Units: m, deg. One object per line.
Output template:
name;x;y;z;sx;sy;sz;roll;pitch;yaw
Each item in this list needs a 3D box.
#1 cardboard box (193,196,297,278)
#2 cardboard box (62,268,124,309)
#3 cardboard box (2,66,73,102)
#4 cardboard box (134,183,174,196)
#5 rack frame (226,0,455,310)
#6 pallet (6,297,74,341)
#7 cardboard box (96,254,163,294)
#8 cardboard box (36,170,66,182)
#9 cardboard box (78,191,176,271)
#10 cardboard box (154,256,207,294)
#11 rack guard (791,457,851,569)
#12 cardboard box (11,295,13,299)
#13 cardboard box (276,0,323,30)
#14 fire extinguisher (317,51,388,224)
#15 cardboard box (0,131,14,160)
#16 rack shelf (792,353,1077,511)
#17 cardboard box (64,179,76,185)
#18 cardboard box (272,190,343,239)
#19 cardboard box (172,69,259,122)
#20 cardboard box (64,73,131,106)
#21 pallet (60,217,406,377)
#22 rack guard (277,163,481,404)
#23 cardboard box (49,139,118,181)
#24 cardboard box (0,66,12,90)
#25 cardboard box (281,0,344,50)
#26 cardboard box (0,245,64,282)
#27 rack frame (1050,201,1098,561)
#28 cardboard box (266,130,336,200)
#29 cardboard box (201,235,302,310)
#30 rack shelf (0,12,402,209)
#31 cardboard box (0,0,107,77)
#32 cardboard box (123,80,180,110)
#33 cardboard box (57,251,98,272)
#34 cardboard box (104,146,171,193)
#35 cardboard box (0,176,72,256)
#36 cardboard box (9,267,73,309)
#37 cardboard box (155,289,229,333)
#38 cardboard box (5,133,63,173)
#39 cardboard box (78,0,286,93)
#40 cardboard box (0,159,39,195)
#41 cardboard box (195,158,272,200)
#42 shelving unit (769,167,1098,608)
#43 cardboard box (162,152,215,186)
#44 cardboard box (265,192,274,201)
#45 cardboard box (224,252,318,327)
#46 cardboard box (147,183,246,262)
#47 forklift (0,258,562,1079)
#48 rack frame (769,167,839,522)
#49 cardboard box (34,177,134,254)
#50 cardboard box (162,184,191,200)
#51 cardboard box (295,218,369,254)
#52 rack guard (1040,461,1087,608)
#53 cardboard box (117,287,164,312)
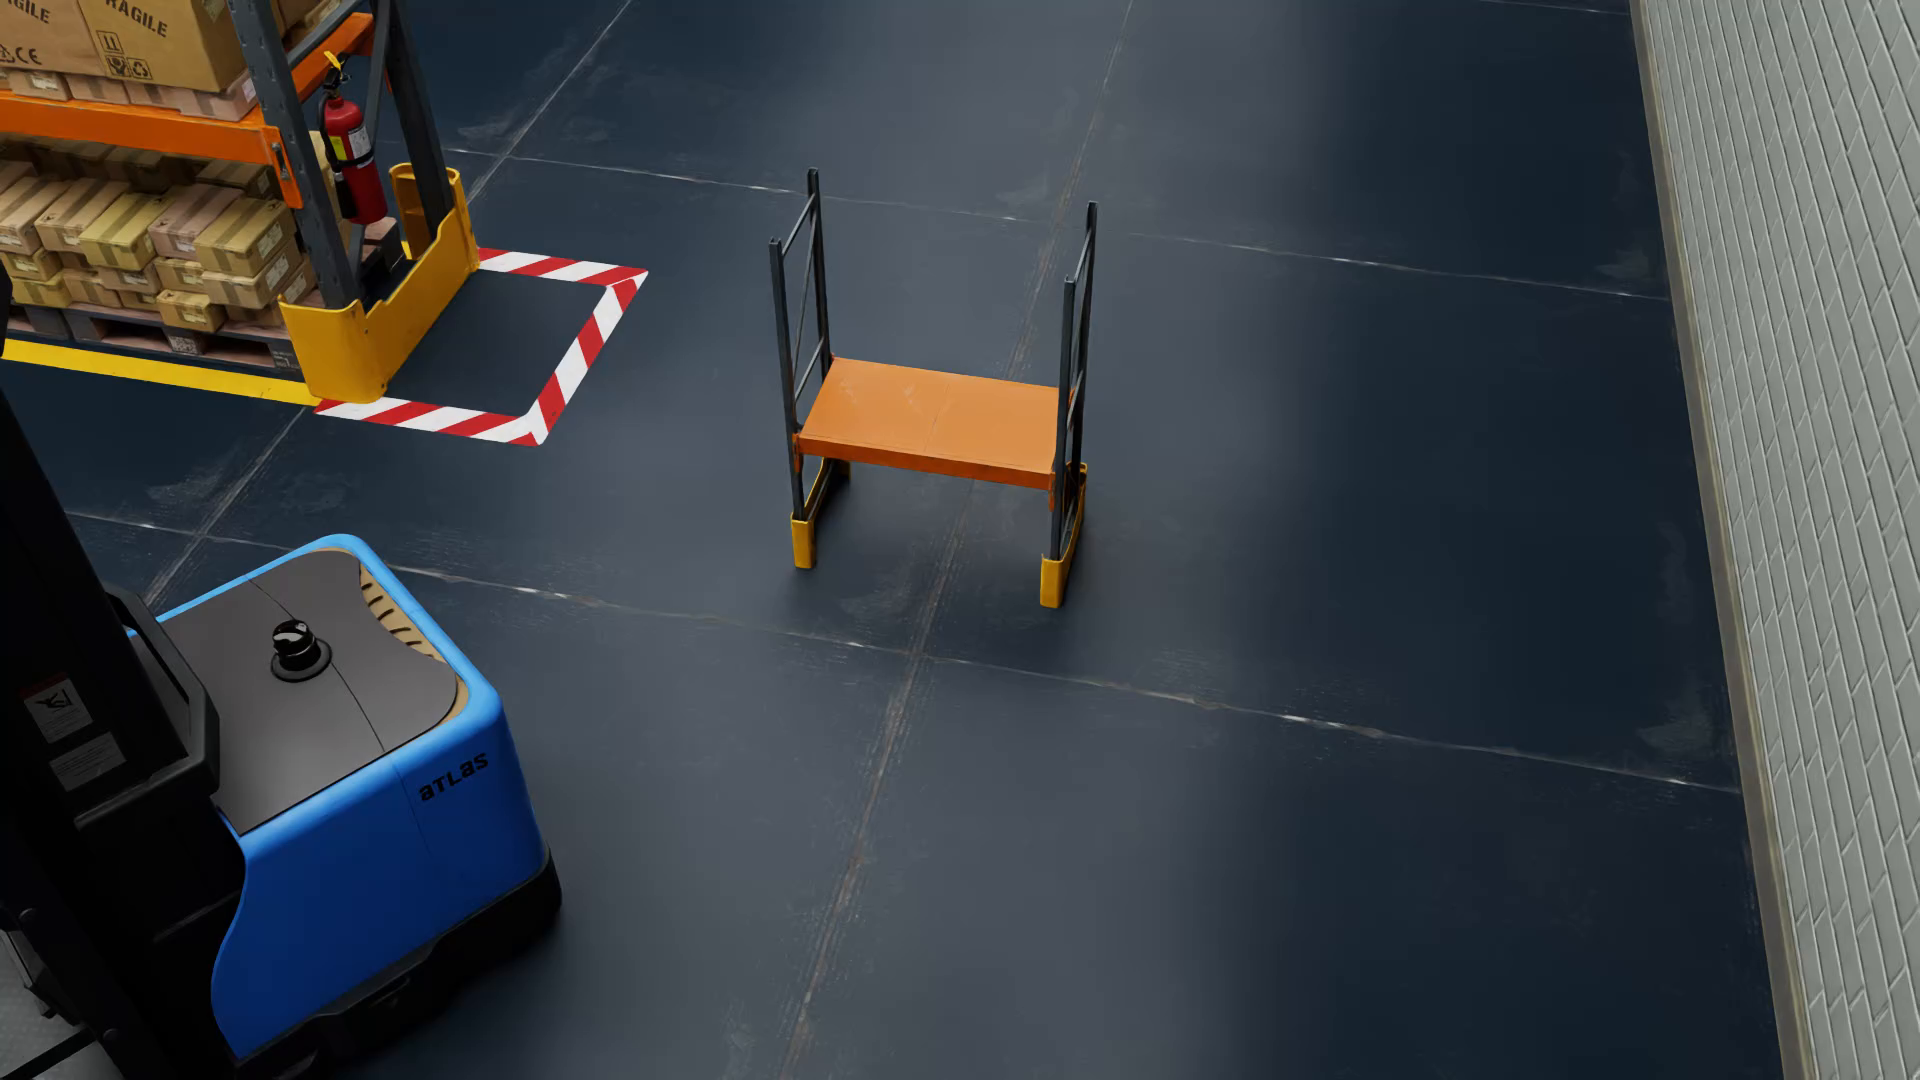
cardboard box;-3.132;-1.332;7.294;0.250;0.149;0.380;9;45;10
cardboard box;-3.875;-1.244;7.633;0.250;0.149;0.380;9;45;9
cardboard box;-3.677;-1.966;6.810;0.250;0.149;0.380;10;45;10
cardboard box;-3.755;-1.738;7.931;0.250;0.149;0.380;10;45;10
rack frame;-2.560;-2.084;6.753;0.127;3.000;1.000;9;45;9
pallet;-4.606;-1.424;8.078;1.213;0.211;1.003;9;45;9
cardboard box;-3.645;-1.280;7.455;0.250;0.149;0.380;7;44;7
cardboard box;-4.309;-1.727;7.920;0.250;0.149;0.380;11;45;11
cardboard box;-3.645;-1.362;7.326;0.250;0.149;0.380;8;44;8
cardboard box;-3.381;-1.279;7.454;0.250;0.149;0.380;8;44;8
rack guard;-0.560;-0.177;6.754;0.087;0.250;0.587;9;45;9
cardboard box;-4.400;-1.296;7.686;0.250;0.149;0.380;10;45;10
cardboard box;-2.938;-2.483;6.880;0.500;0.500;0.500;11;45;11
fire extinguisher;-2.415;-1.572;6.545;0.183;0.674;0.296;9;45;9
cardboard box;-4.552;-1.891;7.876;0.250;0.149;0.380;9;45;9
rack shelf;-0.083;-0.424;6.368;1.000;0.185;0.538;9;45;9
cardboard box;-4.035;-1.714;7.906;0.250;0.149;0.380;7;44;7
cardboard box;-3.015;-1.569;7.755;0.250;0.149;0.380;11;45;11
cardboard box;-2.940;-1.852;6.692;0.250;0.149;0.380;9;45;9
cardboard box;-3.423;-1.943;6.787;0.250;0.149;0.380;8;45;9
pallet;-3.419;-1.238;7.884;1.213;0.211;1.003;9;45;9
rack guard;-2.634;-1.195;7.631;0.348;0.500;1.175;9;45;9
cardboard box;-4.039;-1.847;7.830;0.250;0.149;0.380;10;45;11
cardboard box;-3.927;-2.025;6.872;0.250;0.149;0.380;7;44;7
cardboard box;-2.805;-2.265;7.121;0.250;0.149;0.380;8;45;9
cardboard box;-4.153;-1.350;7.528;0.250;0.149;0.380;9;45;10
rack frame;0.413;-0.476;6.163;0.032;1.500;0.500;9;45;9
cardboard box;-2.997;-1.732;7.711;0.250;0.149;0.380;7;44;7
cardboard box;-3.138;-1.202;7.375;0.250;0.149;0.380;8;44;8
rack shelf;-4.512;-2.128;7.317;4.000;0.370;1.077;9;45;9
cardboard box;-3.556;-2.203;6.589;0.500;0.500;0.500;8;45;8
cardboard box;-3.175;-1.915;6.758;0.250;0.149;0.380;9;45;9
cardboard box;-3.885;-1.390;7.570;0.250;0.149;0.380;8;45;9
cardboard box;-3.771;-1.799;7.780;0.250;0.149;0.380;7;44;7
cardboard box;-4.158;-1.447;7.414;0.250;0.149;0.380;10;45;11
cardboard box;-4.138;-1.241;7.629;0.250;0.149;0.380;7;44;7
cardboard box;-3.392;-1.118;7.501;0.250;0.149;0.380;10;45;10
cardboard box;-4.286;-1.918;7.904;0.250;0.149;0.380;9;45;10
cardboard box;-3.055;-2.121;6.504;0.500;0.500;0.500;10;45;10
cardboard box;-4.391;-1.562;7.534;0.250;0.149;0.380;7;44;8
cardboard box;-3.293;-1.692;7.669;0.250;0.149;0.380;10;45;10
shelving unit;-0.074;-0.552;6.242;1.083;1.500;0.587;9;45;9
cardboard box;-3.510;-1.817;7.799;0.250;0.149;0.380;9;45;9
cardboard box;-3.270;-1.648;7.838;0.250;0.149;0.380;9;45;9
cardboard box;-3.119;-1.147;7.532;0.250;0.149;0.380;10;45;10
cardboard box;-3.365;-1.408;7.374;0.250;0.149;0.380;10;45;10
forklift;-2.742;0.594;4.019;3.031;2.935;1.130;-31;52;-28
rack frame;-0.579;-0.630;6.323;0.032;1.500;0.500;9;45;9
cardboard box;-3.884;-1.444;7.411;0.250;0.149;0.380;7;44;7
cardboard box;-3.528;-1.626;7.814;0.250;0.149;0.380;9;45;10
cardboard box;-3.002;-1.505;7.903;0.250;0.149;0.380;10;45;10
rack guard;0.412;-0.026;6.597;0.087;0.250;0.587;9;45;9
cardboard box;-3.631;-1.216;7.603;0.250;0.149;0.380;9;45;9
